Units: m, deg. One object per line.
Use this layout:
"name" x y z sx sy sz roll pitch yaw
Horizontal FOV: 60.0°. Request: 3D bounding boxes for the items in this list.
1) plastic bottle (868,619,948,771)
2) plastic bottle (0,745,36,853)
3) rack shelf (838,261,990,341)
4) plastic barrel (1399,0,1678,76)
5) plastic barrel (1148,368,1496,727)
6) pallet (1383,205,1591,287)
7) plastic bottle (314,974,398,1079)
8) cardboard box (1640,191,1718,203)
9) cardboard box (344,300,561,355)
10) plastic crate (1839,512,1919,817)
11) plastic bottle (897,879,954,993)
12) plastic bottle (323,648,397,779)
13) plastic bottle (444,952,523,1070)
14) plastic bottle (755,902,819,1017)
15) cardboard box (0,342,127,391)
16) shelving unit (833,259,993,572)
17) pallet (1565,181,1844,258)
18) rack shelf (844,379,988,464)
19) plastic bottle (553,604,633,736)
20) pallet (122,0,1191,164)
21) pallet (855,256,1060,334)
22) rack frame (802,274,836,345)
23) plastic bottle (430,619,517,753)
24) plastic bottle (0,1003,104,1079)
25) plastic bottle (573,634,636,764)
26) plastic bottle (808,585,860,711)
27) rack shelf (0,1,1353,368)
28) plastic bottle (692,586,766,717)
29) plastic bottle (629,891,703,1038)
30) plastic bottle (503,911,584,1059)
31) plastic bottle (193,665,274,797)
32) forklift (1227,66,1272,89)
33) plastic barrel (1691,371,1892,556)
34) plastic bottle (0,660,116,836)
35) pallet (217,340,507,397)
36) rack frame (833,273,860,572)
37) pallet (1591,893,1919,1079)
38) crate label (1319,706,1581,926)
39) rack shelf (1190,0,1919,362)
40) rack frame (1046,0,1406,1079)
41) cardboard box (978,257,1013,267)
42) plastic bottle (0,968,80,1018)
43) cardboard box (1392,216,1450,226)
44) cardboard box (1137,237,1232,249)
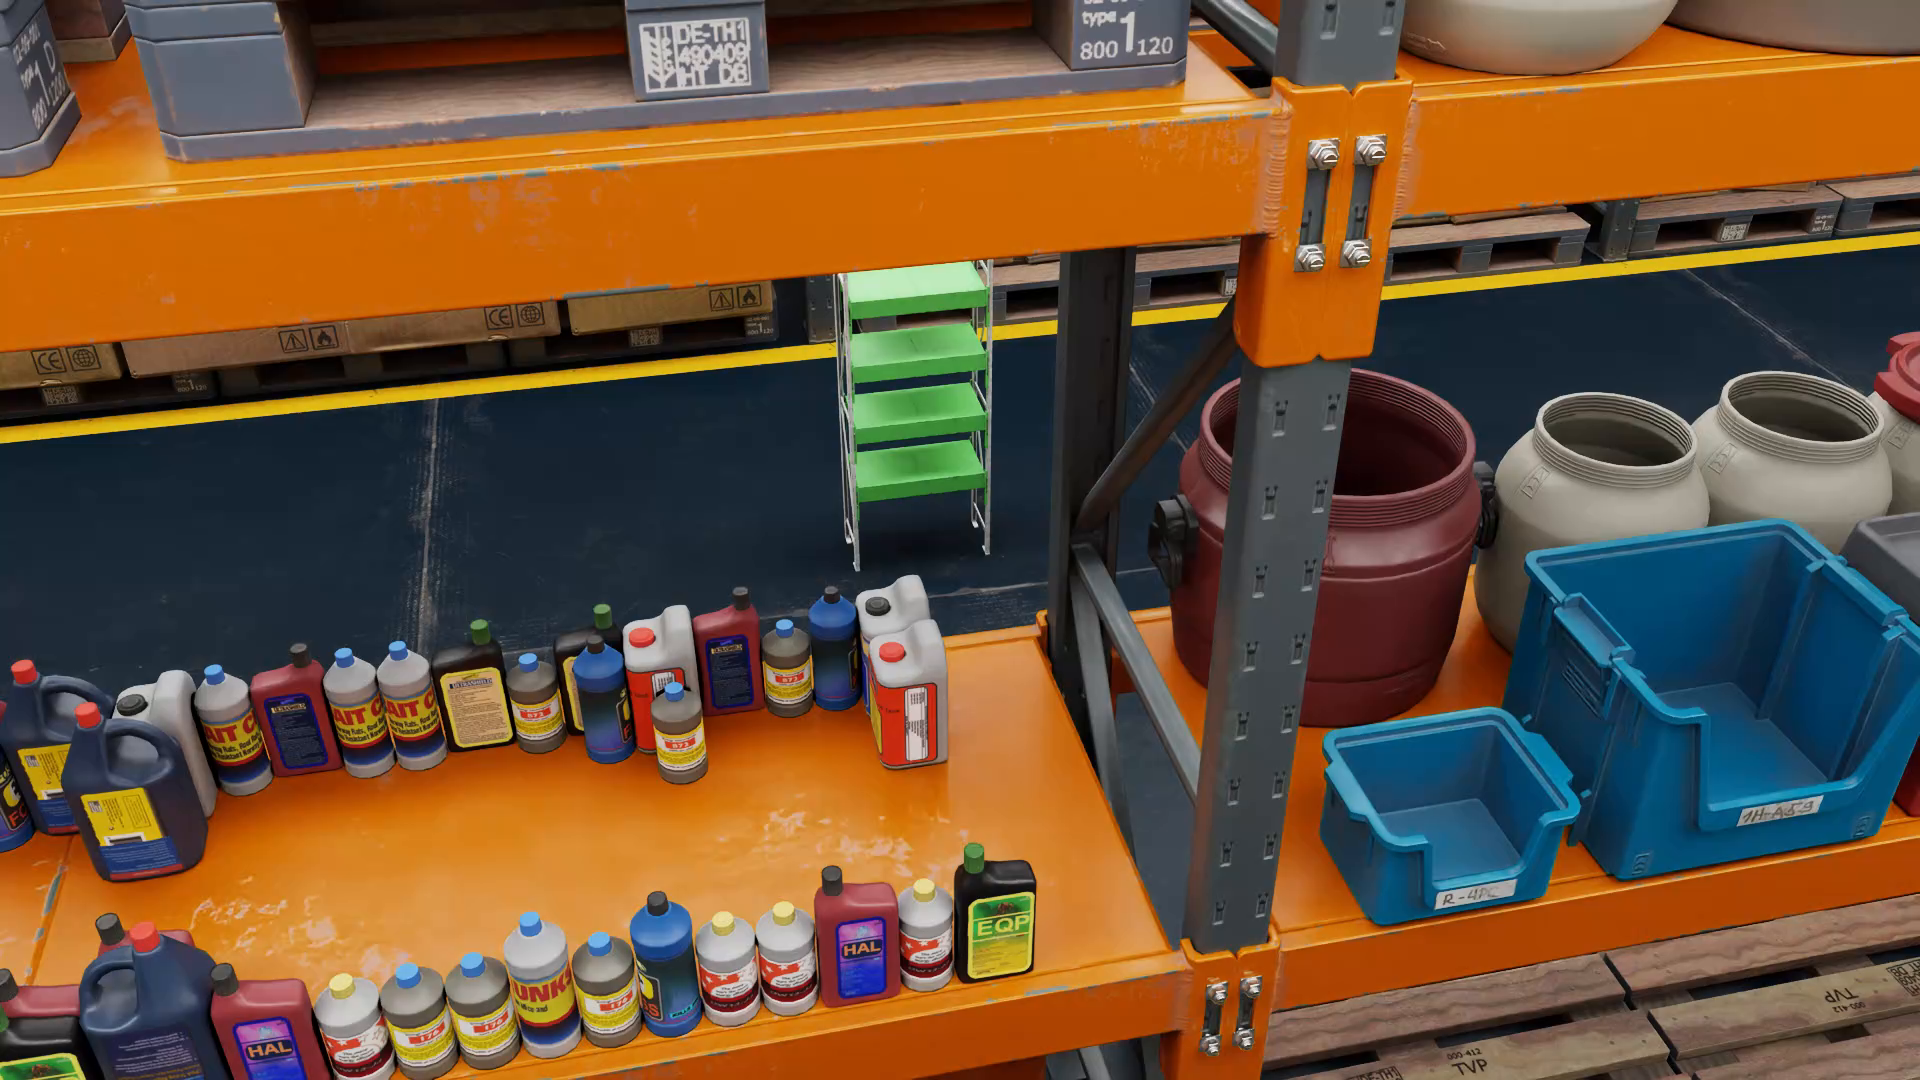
"plastic bottle" -0.101 0.292 3.235 0.135 0.276 0.152 -7 35 -11
"plastic bottle" -1.774 0.437 3.023 0.097 0.271 0.097 0 34 0
"rack shelf" -0.161 -0.823 5.653 0.480 0.148 0.258 -7 35 -11
"plastic barrel" 0.729 -0.884 2.082 0.421 0.512 0.421 0 34 0
"plastic barrel" 0.744 0.002 3.433 0.708 0.536 0.600 -7 35 -11
"pallet" 2.408 -1.649 8.518 1.213 0.211 1.003 -7 35 -11
"plastic bottle" -0.948 0.761 2.603 0.097 0.201 0.097 0 34 0
"cardboard box" 3.566 -2.067 8.505 0.500 0.500 0.500 -8 35 -12
"cardboard box" -2.283 -1.525 7.361 0.875 0.875 1.225 -7 35 -10
"plastic crate" 2.002 0.221 3.171 0.583 0.464 0.402 -7 35 -11
"plastic bottle" -0.059 0.648 2.770 0.097 0.201 0.097 0 34 0
"plastic bottle" -1.156 0.324 3.191 0.097 0.271 0.097 0 34 0
"plastic bottle" -0.758 0.737 2.639 0.097 0.201 0.097 0 34 0
"plastic bottle" -0.284 0.677 2.728 0.097 0.201 0.097 0 34 0
"cardboard box" -4.016 -1.302 7.028 0.875 0.875 1.225 -7 35 -10
"shelving unit" -0.161 -0.478 5.885 0.503 1.200 0.258 -7 35 -11
"pallet" 3.814 -1.847 8.814 1.213 0.211 1.003 -7 35 -11
"rack shelf" -0.161 -0.425 5.921 0.480 0.148 0.258 -7 35 -11
"plastic bottle" -0.727 0.255 3.283 0.133 0.283 0.061 -7 35 -11
"pallet" -0.409 -0.846 2.297 1.213 0.211 1.003 -7 35 -11
"pallet" 0.028 -1.349 8.071 1.213 0.211 1.003 -7 35 -11
"rack frame" -0.734 -2.412 7.152 0.127 3.000 1.000 -7 35 -11
"plastic bottle" -0.952 0.283 3.241 0.133 0.283 0.061 -7 35 -11
"plastic bottle" -1.367 0.790 2.486 0.133 0.283 0.061 -7 35 -11
"plastic bottle" -0.692 0.300 3.226 0.097 0.271 0.097 0 34 0
"plastic bottle" -0.254 0.210 3.360 0.097 0.271 0.097 0 34 0
"rack shelf" -1.592 -0.421 2.139 4.000 0.370 1.077 -7 35 -11
"plastic bottle" -0.466 0.222 3.332 0.133 0.283 0.061 -7 35 -11
"plastic bottle" -0.474 0.672 2.673 0.097 0.271 0.097 0 34 0
"plastic bottle" -0.664 0.696 2.637 0.097 0.271 0.097 0 34 0
"plastic bottle" -1.381 0.352 3.148 0.097 0.271 0.097 0 34 0
"forklift" 0.939 -3.958 9.517 3.031 2.935 1.130 -7 34 -10
"plastic barrel" 1.725 -0.061 3.548 0.421 0.512 0.421 0 34 0
"plastic bottle" -1.644 0.366 3.057 0.185 0.351 0.144 -7 35 -11
"pallet" -2.707 -1.050 7.625 1.213 0.211 1.003 -7 35 -11
"rack frame" -0.399 -0.448 5.841 0.015 1.200 0.240 -7 35 -11
"pallet" 2.310 1.216 4.249 1.213 0.211 1.003 -7 35 -11
"crate label" 0.852 0.502 2.961 0.416 0.233 0.303 -7 35 -11
"rack shelf" 2.309 -0.913 2.872 4.000 0.370 1.077 -7 35 -11
"rack frame" 0.358 0.280 3.141 0.127 3.000 1.000 -7 35 -11
"cardboard box" -0.085 -1.650 7.865 0.500 0.500 0.700 -9 35 -13
"plastic bottle" -1.381 0.757 2.535 0.133 0.283 0.061 -7 35 -11
"cardboard box" 2.094 -1.936 8.292 0.500 0.500 0.700 -7 35 -11
"cardboard box" 1.004 -1.798 8.086 0.500 0.500 0.700 -4 34 -7
